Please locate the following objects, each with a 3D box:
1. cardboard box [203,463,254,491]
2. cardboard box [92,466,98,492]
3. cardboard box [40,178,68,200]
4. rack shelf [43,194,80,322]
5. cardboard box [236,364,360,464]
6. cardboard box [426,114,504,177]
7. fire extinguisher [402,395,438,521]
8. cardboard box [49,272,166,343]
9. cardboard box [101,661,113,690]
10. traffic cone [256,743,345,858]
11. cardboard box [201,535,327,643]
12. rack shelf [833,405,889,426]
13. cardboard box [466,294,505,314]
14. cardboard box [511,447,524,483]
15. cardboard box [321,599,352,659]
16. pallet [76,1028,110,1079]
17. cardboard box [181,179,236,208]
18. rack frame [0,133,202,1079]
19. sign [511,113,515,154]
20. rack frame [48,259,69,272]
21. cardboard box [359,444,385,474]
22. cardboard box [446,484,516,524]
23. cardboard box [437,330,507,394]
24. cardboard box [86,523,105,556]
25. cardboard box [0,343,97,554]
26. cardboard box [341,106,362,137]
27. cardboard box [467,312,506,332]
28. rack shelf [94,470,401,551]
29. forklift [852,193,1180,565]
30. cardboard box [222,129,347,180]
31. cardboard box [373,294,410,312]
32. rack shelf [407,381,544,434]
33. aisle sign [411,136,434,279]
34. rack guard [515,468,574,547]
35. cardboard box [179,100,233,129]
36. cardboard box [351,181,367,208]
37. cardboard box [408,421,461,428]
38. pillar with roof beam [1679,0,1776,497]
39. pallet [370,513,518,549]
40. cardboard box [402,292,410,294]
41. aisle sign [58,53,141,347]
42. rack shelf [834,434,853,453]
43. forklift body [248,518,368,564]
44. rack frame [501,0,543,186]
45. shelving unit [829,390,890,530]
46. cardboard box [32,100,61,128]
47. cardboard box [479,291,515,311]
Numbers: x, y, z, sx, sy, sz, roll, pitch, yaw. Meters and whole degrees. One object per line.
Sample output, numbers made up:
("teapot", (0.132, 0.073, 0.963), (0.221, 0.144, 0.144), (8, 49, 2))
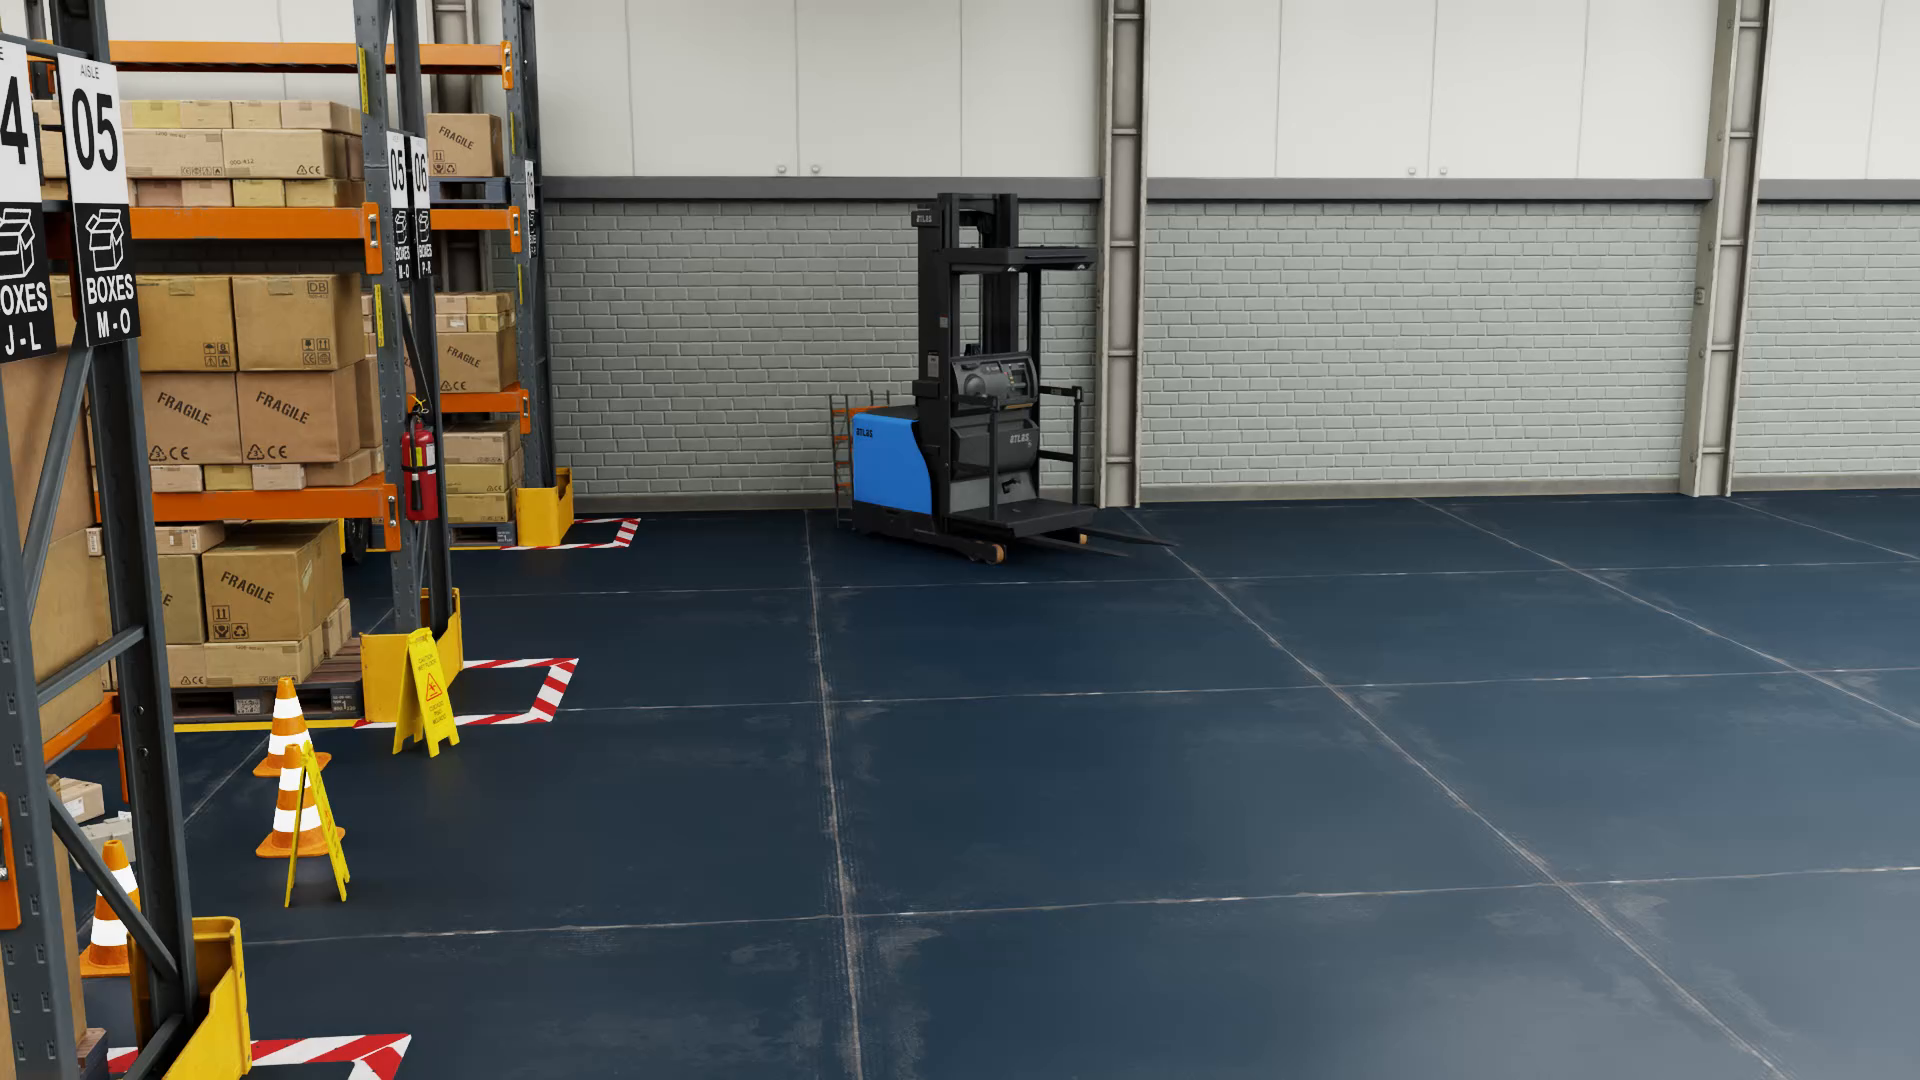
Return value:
("cardboard box", (-3.967, -0.374, 9.146), (0.250, 0.149, 0.380), (-1, 11, -7))
("cardboard box", (-4.734, -0.362, 9.084), (0.250, 0.149, 0.380), (-1, 11, -7))
("cardboard box", (-4.722, -1.840, 8.827), (0.250, 0.149, 0.380), (-2, 11, -8))
("rack shelf", (-4.474, -0.704, 4.262), (4.000, 0.370, 1.077), (-1, 11, -6))
("cardboard box", (-3.631, -0.705, 9.147), (0.500, 0.500, 0.500), (-1, 11, -7))
("cardboard box", (-4.075, -3.246, 13.719), (0.500, 0.500, 0.500), (-1, 11, -4))
("fire extinguisher", (-2.958, -0.450, 9.082), (0.183, 0.674, 0.296), (-1, 11, -6))
("cardboard box", (-4.605, -1.168, 8.909), (0.500, 0.500, 0.700), (-1, 11, -7))
("cardboard box", (-4.931, 0.659, 9.280), (0.500, 0.250, 0.500), (-2, 11, -8))
("traffic cone", (-2.951, 1.133, 7.406), (0.334, 0.463, 0.336), (-1, 11, -6))
("cardboard box", (-3.889, 0.268, 9.325), (0.500, 0.500, 0.500), (-1, 11, -6))
("rack shelf", (-0.887, -1.113, 14.841), (0.480, 0.148, 0.258), (-11, 11, -43))
("cardboard box", (-3.994, -1.991, 14.009), (0.250, 0.149, 0.380), (-1, 11, -6))
("cardboard box", (-4.151, -0.658, 14.682), (0.500, 0.250, 0.500), (-1, 11, -5))
("cardboard box", (-3.953, 0.533, 9.921), (0.500, 0.250, 0.500), (-1, 11, -7))
("pallet", (-3.273, 1.773, 4.802), (1.213, 0.211, 1.003), (-1, 11, -6))
("cardboard box", (-3.957, -1.851, 8.882), (0.250, 0.149, 0.380), (-1, 11, -4))
("rack frame", (-2.486, 0.373, 4.694), (0.127, 3.000, 1.000), (-1, 11, -6))
("sign", (-3.616, -3.289, 13.455), (0.005, 0.325, 0.100), (-1, 11, -6))
("rack frame", (-7.637, -1.442, 13.929), (0.127, 3.000, 1.000), (-1, 11, -6))
("cardboard box", (-3.481, -0.483, 9.702), (0.250, 0.149, 0.380), (-1, 11, -6))
("cardboard box", (-4.094, -0.312, 14.220), (0.500, 0.250, 0.500), (-1, 11, -6))
("cardboard box", (-4.122, -1.514, 14.035), (0.500, 0.500, 0.500), (-1, 11, -7))
("cardboard box", (-4.760, -0.020, 9.108), (0.250, 0.149, 0.380), (-1, 11, -4))
("cardboard box", (-2.859, -0.230, 4.573), (0.550, 0.550, 0.875), (-1, 11, -6))
("cardboard box", (-3.496, -2.345, 9.331), (0.250, 0.149, 0.380), (-1, 11, -6))
("cardboard box", (-3.975, -1.832, 13.971), (0.250, 0.149, 0.380), (-1, 11, -5))
("rack shelf", (-5.109, -0.179, 9.369), (4.000, 0.370, 1.077), (-1, 11, -6))
("forklift", (0.437, -1.351, 13.640), (1.130, 2.935, 3.031), (-11, 15, -43))
("cardboard box", (-3.601, -2.056, 8.891), (0.500, 0.250, 0.500), (-1, 11, -7))
("cardboard box", (-4.749, -1.979, 13.944), (0.250, 0.149, 0.380), (-1, 11, -6))
("rack shelf", (-5.649, -1.131, 14.211), (4.000, 0.370, 1.077), (-1, 11, -6))
("aisle sign", (-3.093, -1.910, 9.570), (0.004, 0.787, 0.394), (-1, 11, -6))
("rack guard", (-3.637, -0.300, 14.597), (0.348, 0.500, 1.175), (-1, 11, -6))
("cardboard box", (-3.938, -2.243, 8.811), (0.250, 0.149, 0.380), (-1, 11, -7))
("cardboard box", (-3.486, -1.978, 9.528), (0.250, 0.149, 0.380), (-1, 11, -6))
("cardboard box", (-4.655, -0.888, 14.559), (0.500, 0.250, 0.500), (-1, 11, -6))
("pillar with roof beam", (7.944, -4.052, 11.652), (0.400, 9.000, 9.100), (-1, 11, -6))
("pallet", (-4.417, -0.134, 14.500), (1.213, 0.211, 1.003), (-1, 11, -6))
("cardboard box", (-4.790, -2.064, 14.377), (0.250, 0.149, 0.380), (-1, 11, -6))
("aisle sign", (-2.448, -0.961, 4.743), (0.004, 0.787, 0.394), (-1, 11, -6))
("rack shelf", (-0.875, -0.879, 14.874), (0.480, 0.148, 0.258), (-11, 11, -43))
("forklift body", (-5.349, -0.720, 12.454), (1.214, 2.155, 2.313), (-1, 11, -6))
("rack frame", (-3.661, -4.469, 13.774), (0.127, 3.000, 1.000), (-1, 11, -6))
("shelving unit", (-0.866, -0.724, 14.895), (0.503, 1.200, 0.258), (-11, 11, -43))
("cardboard box", (-4.702, -2.244, 8.813), (0.250, 0.149, 0.380), (-2, 11, -8))
("cardboard box", (-4.018, -2.073, 14.425), (0.250, 0.149, 0.380), (-1, 11, -7))
